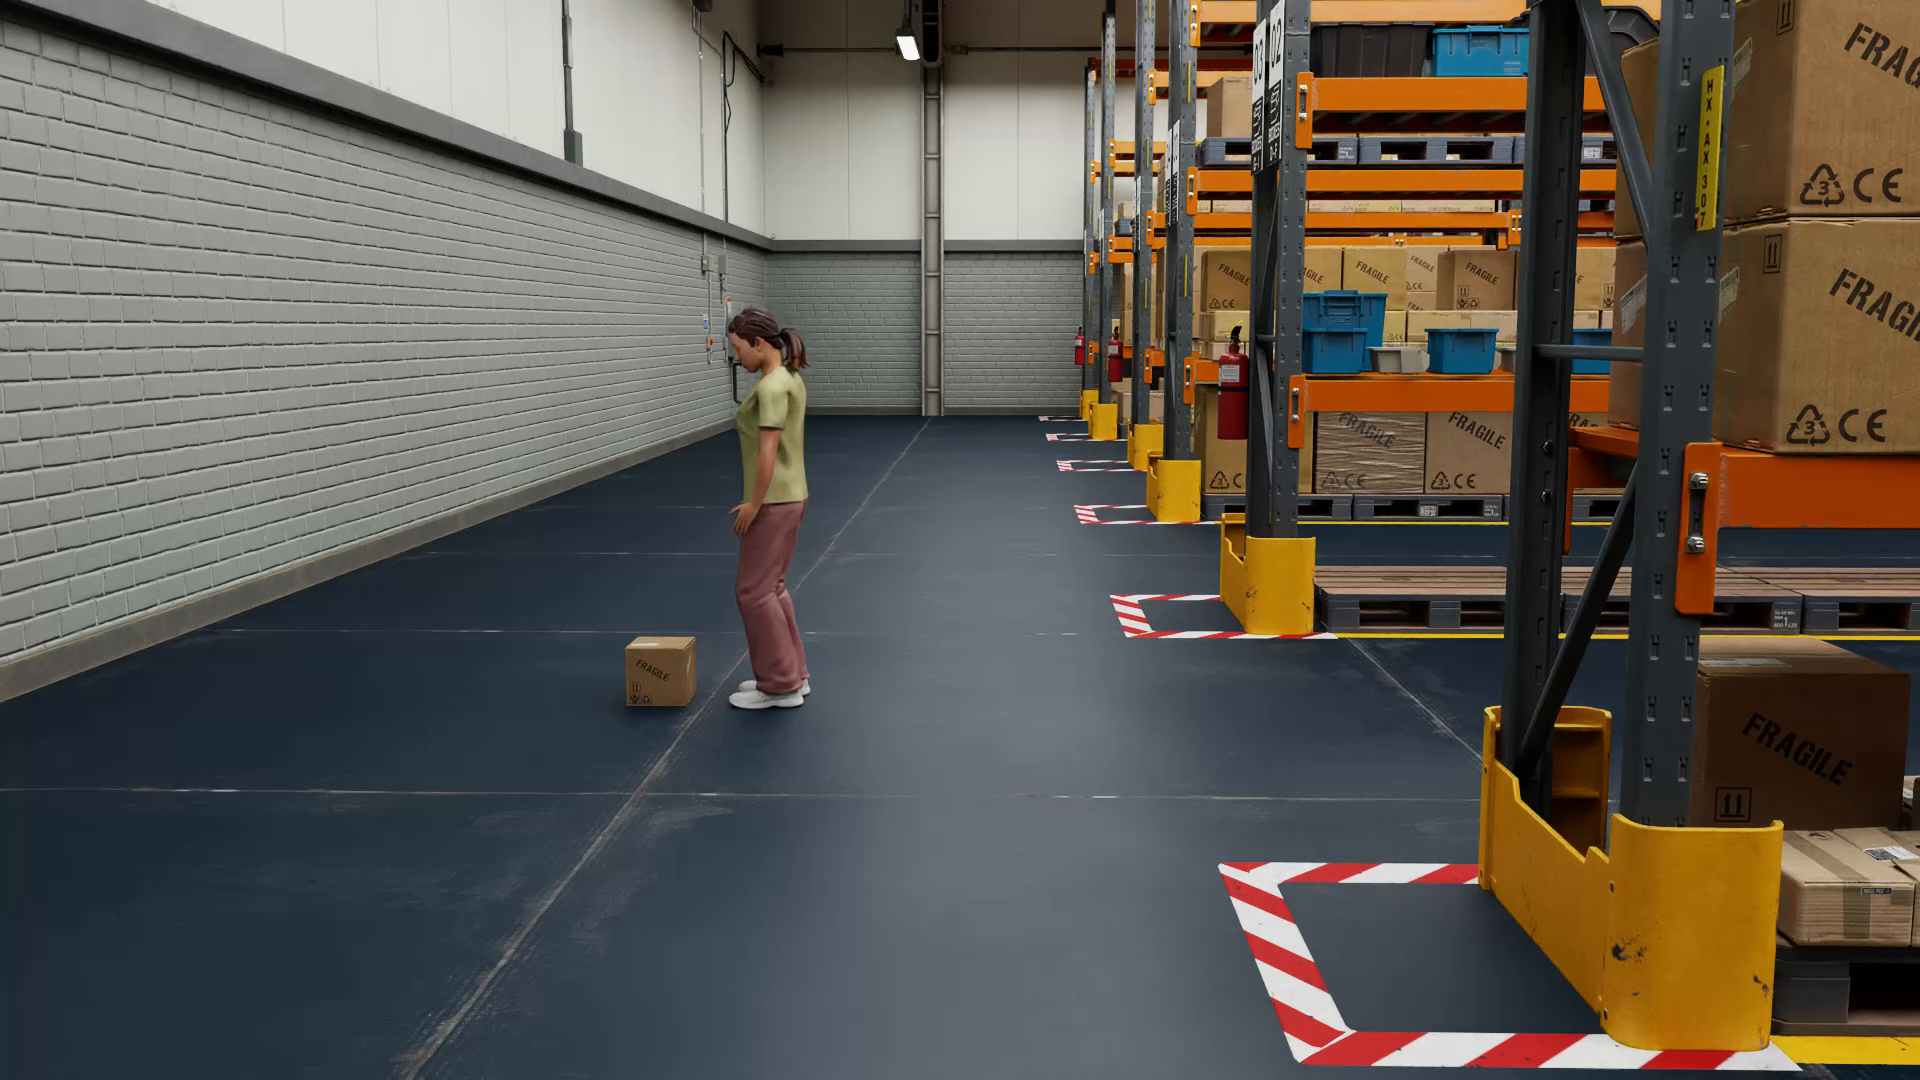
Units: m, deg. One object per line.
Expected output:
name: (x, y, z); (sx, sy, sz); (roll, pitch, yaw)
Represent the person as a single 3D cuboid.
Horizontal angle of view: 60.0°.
person: (-0.785, -0.135, 6.916); (0.348, 1.662, 0.455); (0, 7, 2)
